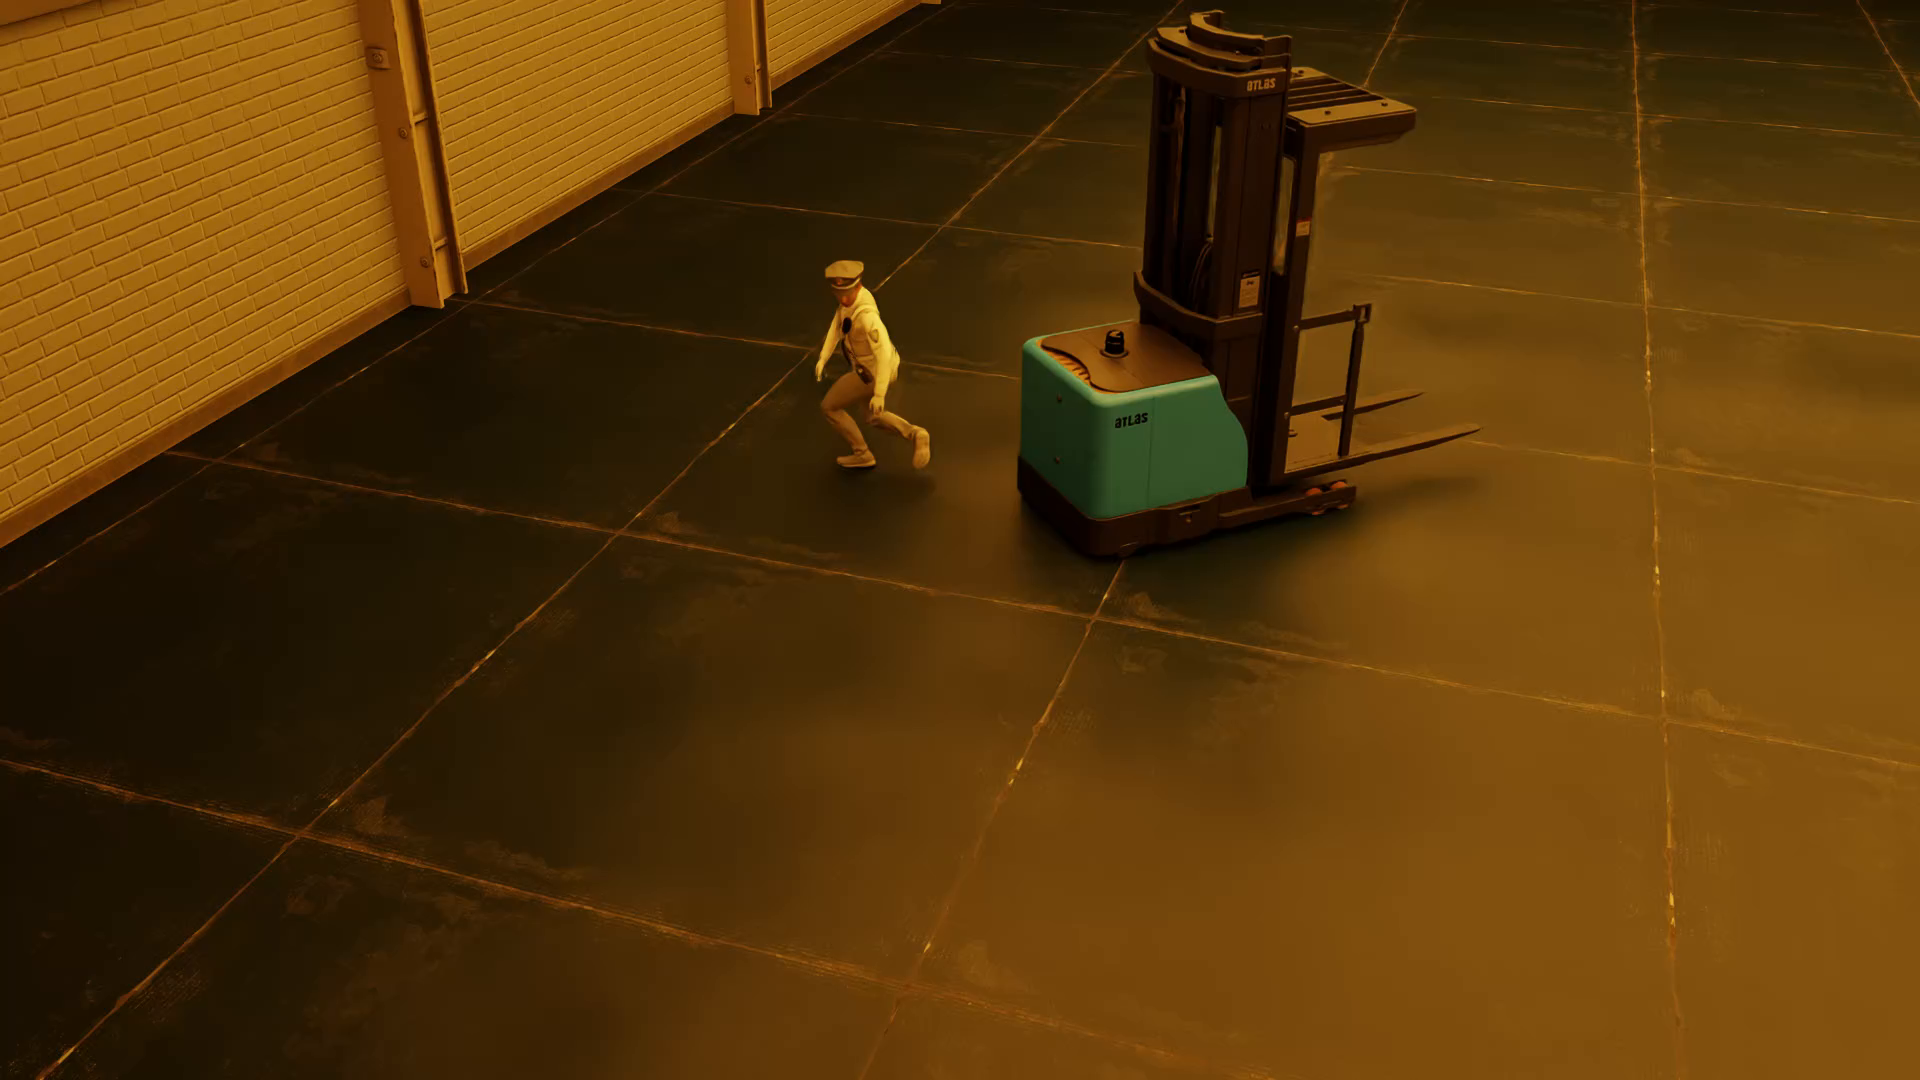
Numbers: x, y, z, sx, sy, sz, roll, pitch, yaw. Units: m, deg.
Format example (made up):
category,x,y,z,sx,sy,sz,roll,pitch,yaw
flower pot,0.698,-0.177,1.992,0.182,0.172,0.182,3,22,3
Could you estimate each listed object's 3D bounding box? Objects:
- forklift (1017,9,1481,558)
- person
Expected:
category,x,y,z,sx,sy,sz,roll,pitch,yaw
forklift,1.922,-1.652,10.034,3.031,2.935,1.130,-13,32,-22
person,-0.578,-1.066,10.549,0.775,1.452,0.573,6,30,10
